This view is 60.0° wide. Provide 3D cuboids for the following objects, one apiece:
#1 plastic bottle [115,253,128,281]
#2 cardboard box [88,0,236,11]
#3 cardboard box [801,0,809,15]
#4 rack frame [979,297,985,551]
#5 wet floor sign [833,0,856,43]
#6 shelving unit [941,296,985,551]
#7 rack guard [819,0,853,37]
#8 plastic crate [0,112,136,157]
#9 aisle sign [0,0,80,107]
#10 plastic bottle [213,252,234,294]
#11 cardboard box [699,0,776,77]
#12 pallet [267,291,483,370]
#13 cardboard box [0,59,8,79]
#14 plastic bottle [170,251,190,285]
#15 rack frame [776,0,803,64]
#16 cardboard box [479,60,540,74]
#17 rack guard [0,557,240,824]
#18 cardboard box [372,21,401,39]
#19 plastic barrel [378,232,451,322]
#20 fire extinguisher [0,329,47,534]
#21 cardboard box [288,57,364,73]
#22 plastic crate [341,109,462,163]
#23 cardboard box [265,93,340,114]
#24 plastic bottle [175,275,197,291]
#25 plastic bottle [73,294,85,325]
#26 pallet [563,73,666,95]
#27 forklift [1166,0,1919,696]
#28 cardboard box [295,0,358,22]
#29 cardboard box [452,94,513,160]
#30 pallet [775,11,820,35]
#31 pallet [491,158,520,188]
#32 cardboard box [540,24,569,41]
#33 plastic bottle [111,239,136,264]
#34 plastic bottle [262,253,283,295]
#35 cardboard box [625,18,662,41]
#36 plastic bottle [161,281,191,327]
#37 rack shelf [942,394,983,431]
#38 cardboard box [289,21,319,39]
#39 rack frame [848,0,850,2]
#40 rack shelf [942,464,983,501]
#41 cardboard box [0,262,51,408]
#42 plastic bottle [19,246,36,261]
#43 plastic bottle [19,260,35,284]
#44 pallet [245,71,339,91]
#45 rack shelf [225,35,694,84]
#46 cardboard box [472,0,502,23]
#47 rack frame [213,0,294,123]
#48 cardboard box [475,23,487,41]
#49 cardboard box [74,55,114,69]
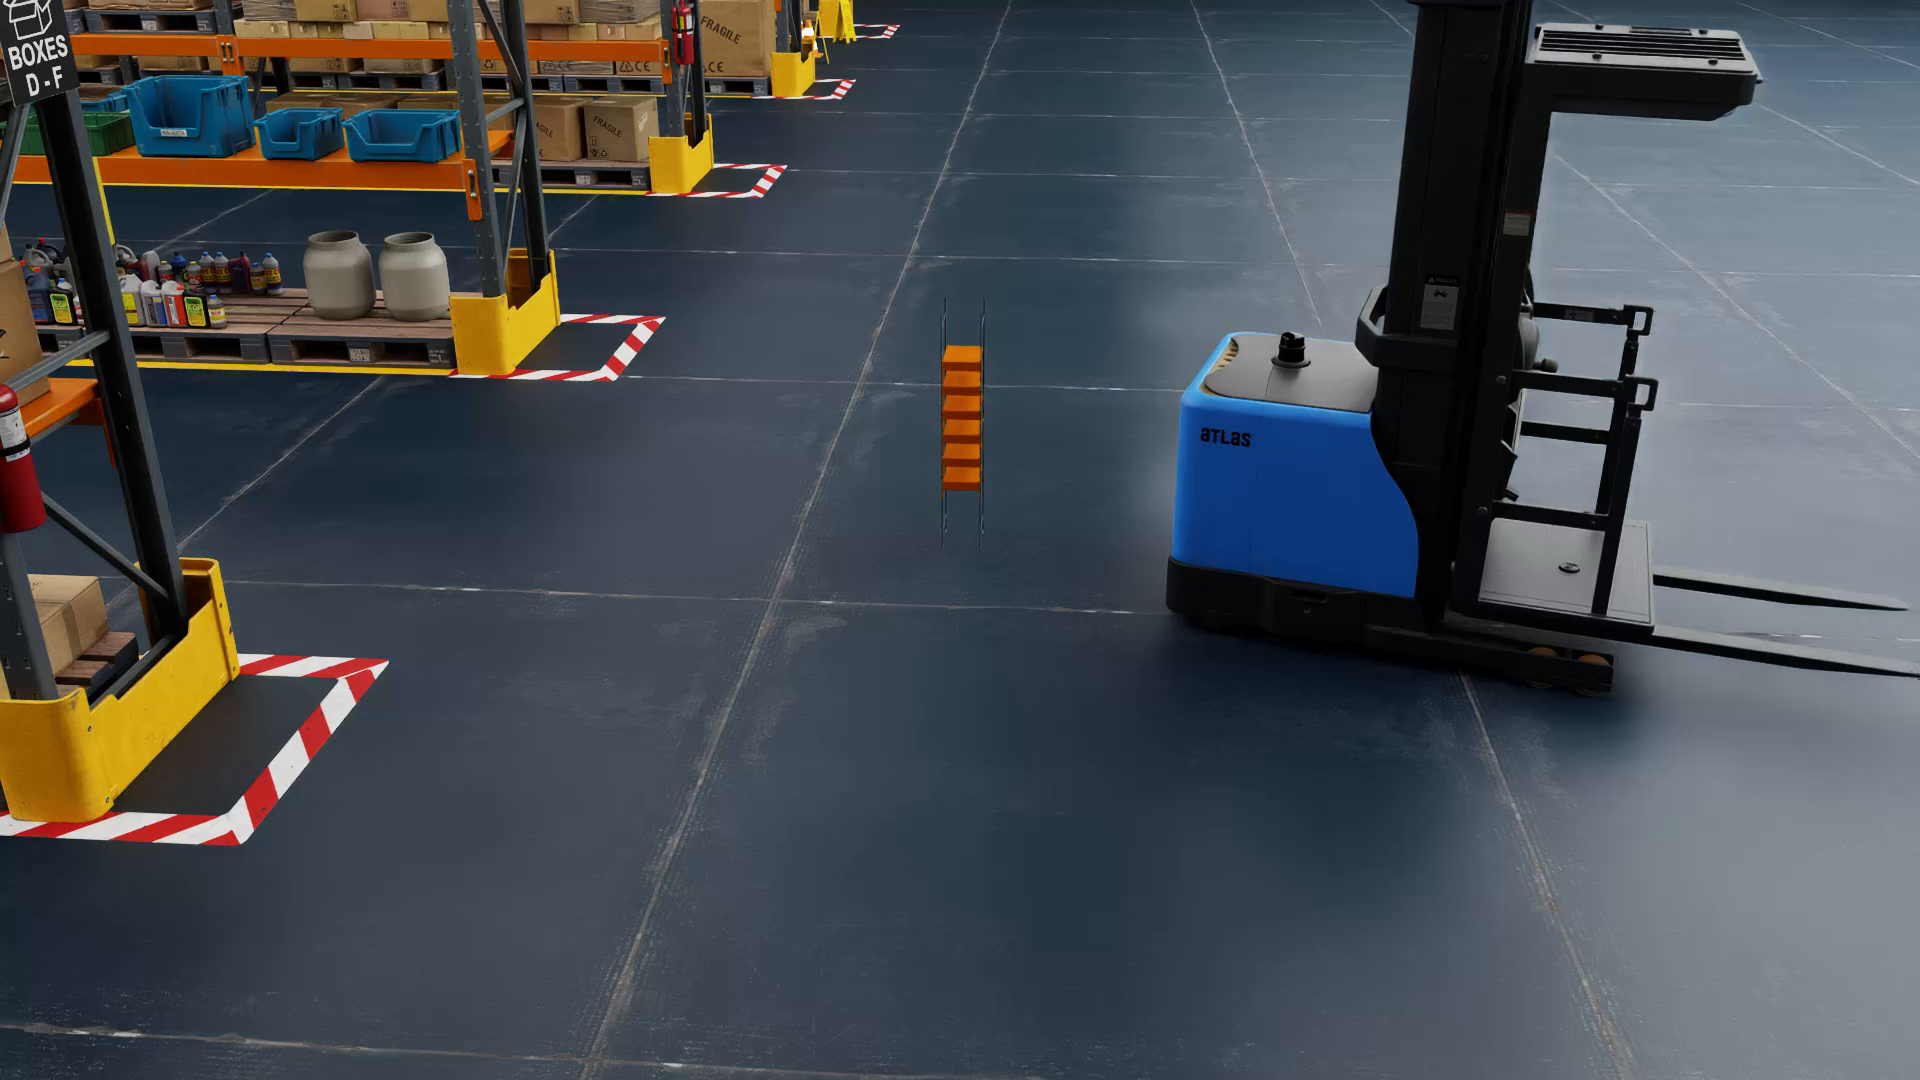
[{"bbox_3d":[-5.668,-1.790,11.213,0.133,0.283,0.061,2,25,4],"label":"plastic bottle"},{"bbox_3d":[-7.266,-5.396,15.107,1.000,1.000,1.000,2,25,4],"label":"cardboard box"},{"bbox_3d":[-2.521,-7.934,24.630,0.500,0.250,0.500,2,25,4],"label":"cardboard box"},{"bbox_3d":[0.106,-0.542,7.931,0.006,1.200,0.240,2,25,4],"label":"rack frame"},{"bbox_3d":[-1.630,-7.329,23.346,0.232,0.644,0.267,11,27,22],"label":"wet floor sign"},{"bbox_3d":[0.014,-0.545,7.937,0.189,1.200,0.258,2,25,4],"label":"shelving unit"},{"bbox_3d":[-1.813,-7.718,24.364,0.348,0.500,1.175,2,25,4],"label":"rack guard"},{"bbox_3d":[-5.532,-2.527,10.346,0.662,0.188,0.450,2,25,4],"label":"plastic crate"},{"bbox_3d":[-3.169,-1.899,5.617,0.004,0.787,0.394,2,25,4],"label":"aisle sign"},{"bbox_3d":[-5.001,-1.816,11.284,0.097,0.271,0.097,0,25,0],"label":"plastic bottle"},{"bbox_3d":[-2.697,-6.004,19.689,0.875,0.875,0.875,2,25,4],"label":"cardboard box"},{"bbox_3d":[-3.764,-1.401,10.980,1.213,0.211,1.003,2,25,4],"label":"pallet"},{"bbox_3d":[-9.273,-4.360,15.643,0.500,0.250,0.500,5,25,10],"label":"cardboard box"},{"bbox_3d":[-5.303,-1.825,11.305,0.097,0.271,0.097,0,25,0],"label":"plastic bottle"},{"bbox_3d":[-2.016,-6.785,19.345,0.127,3.000,1.000,2,25,4],"label":"rack frame"},{"bbox_3d":[-5.382,-6.089,19.873,0.875,0.875,0.875,2,25,5],"label":"cardboard box"},{"bbox_3d":[-3.234,0.544,6.408,0.348,0.500,1.175,2,25,4],"label":"rack guard"},{"bbox_3d":[-5.045,-4.573,14.838,0.250,0.149,0.380,2,25,4],"label":"cardboard box"},{"bbox_3d":[-3.537,-1.706,10.782,0.421,0.512,0.421,0,25,0],"label":"plastic barrel"},{"bbox_3d":[-3.176,-0.359,5.474,0.183,0.674,0.296,2,25,4],"label":"fire extinguisher"},{"bbox_3d":[-7.591,-6.096,20.038,0.750,0.750,1.050,2,25,4],"label":"cardboard box"},{"bbox_3d":[-3.397,-2.480,10.168,0.616,0.251,0.499,2,25,4],"label":"plastic crate"},{"bbox_3d":[-6.089,-3.874,15.509,0.500,0.500,0.500,1,25,2],"label":"cardboard box"},{"bbox_3d":[-4.982,-1.562,10.719,0.133,0.283,0.061,2,25,4],"label":"plastic bottle"},{"bbox_3d":[-5.622,-1.489,10.659,0.097,0.201,0.097,0,25,0],"label":"plastic bottle"},{"bbox_3d":[-4.032,-5.551,20.000,1.213,0.211,1.003,2,25,4],"label":"pallet"},{"bbox_3d":[2.488,-0.943,6.732,3.031,2.935,1.130,9,26,18],"label":"forklift"},{"bbox_3d":[-5.545,-4.958,14.901,0.500,0.500,0.875,2,25,4],"label":"cardboard box"},{"bbox_3d":[-4.339,-3.836,15.424,0.500,0.500,0.500,4,25,9],"label":"cardboard box"},{"bbox_3d":[-2.621,-7.627,24.513,1.213,0.211,1.003,2,25,4],"label":"pallet"},{"bbox_3d":[-4.592,-3.537,15.624,1.213,0.211,1.003,2,25,4],"label":"pallet"},{"bbox_3d":[-3.547,-4.539,14.765,0.250,0.149,0.380,2,25,4],"label":"cardboard box"},{"bbox_3d":[-5.686,-1.864,11.294,0.185,0.351,0.144,2,25,4],"label":"plastic bottle"},{"bbox_3d":[-4.659,-1.805,11.260,0.097,0.271,0.097,0,25,0],"label":"plastic bottle"},{"bbox_3d":[-2.796,-4.530,14.745,0.250,0.149,0.380,2,25,4],"label":"cardboard box"},{"bbox_3d":[-4.989,-1.514,10.624,0.135,0.276,0.152,2,25,4],"label":"plastic bottle"},{"bbox_3d":[0.014,-0.613,7.906,0.180,0.103,0.258,2,25,4],"label":"rack shelf"},{"bbox_3d":[-5.793,-4.592,14.882,0.250,0.149,0.380,2,25,4],"label":"cardboard box"},{"bbox_3d":[-1.737,-8.851,23.836,0.127,3.000,1.000,2,25,4],"label":"rack frame"},{"bbox_3d":[0.014,-0.286,8.056,0.180,0.103,0.258,2,25,4],"label":"rack shelf"},{"bbox_3d":[-3.723,-0.658,5.910,0.500,0.500,0.700,2,25,4],"label":"cardboard box"},{"bbox_3d":[-6.359,-1.872,11.393,0.133,0.283,0.061,3,25,7],"label":"plastic bottle"},{"bbox_3d":[-6.079,-1.642,10.812,0.185,0.351,0.144,2,25,4],"label":"plastic bottle"},{"bbox_3d":[-7.999,-5.677,20.274,1.213,0.211,1.003,2,25,4],"label":"pallet"},{"bbox_3d":[-4.490,-4.458,15.149,4.000,0.370,1.077,2,25,4],"label":"rack shelf"},{"bbox_3d":[-4.045,-4.930,14.840,0.500,0.500,0.875,2,25,4],"label":"cardboard box"},{"bbox_3d":[-6.484,-4.849,15.138,0.127,3.000,1.000,2,25,4],"label":"rack frame"},{"bbox_3d":[-4.300,-4.534,14.754,0.250,0.149,0.380,2,25,4],"label":"cardboard box"},{"bbox_3d":[-10.668,-6.008,20.145,0.500,0.500,0.500,2,25,4],"label":"cardboard box"}]
